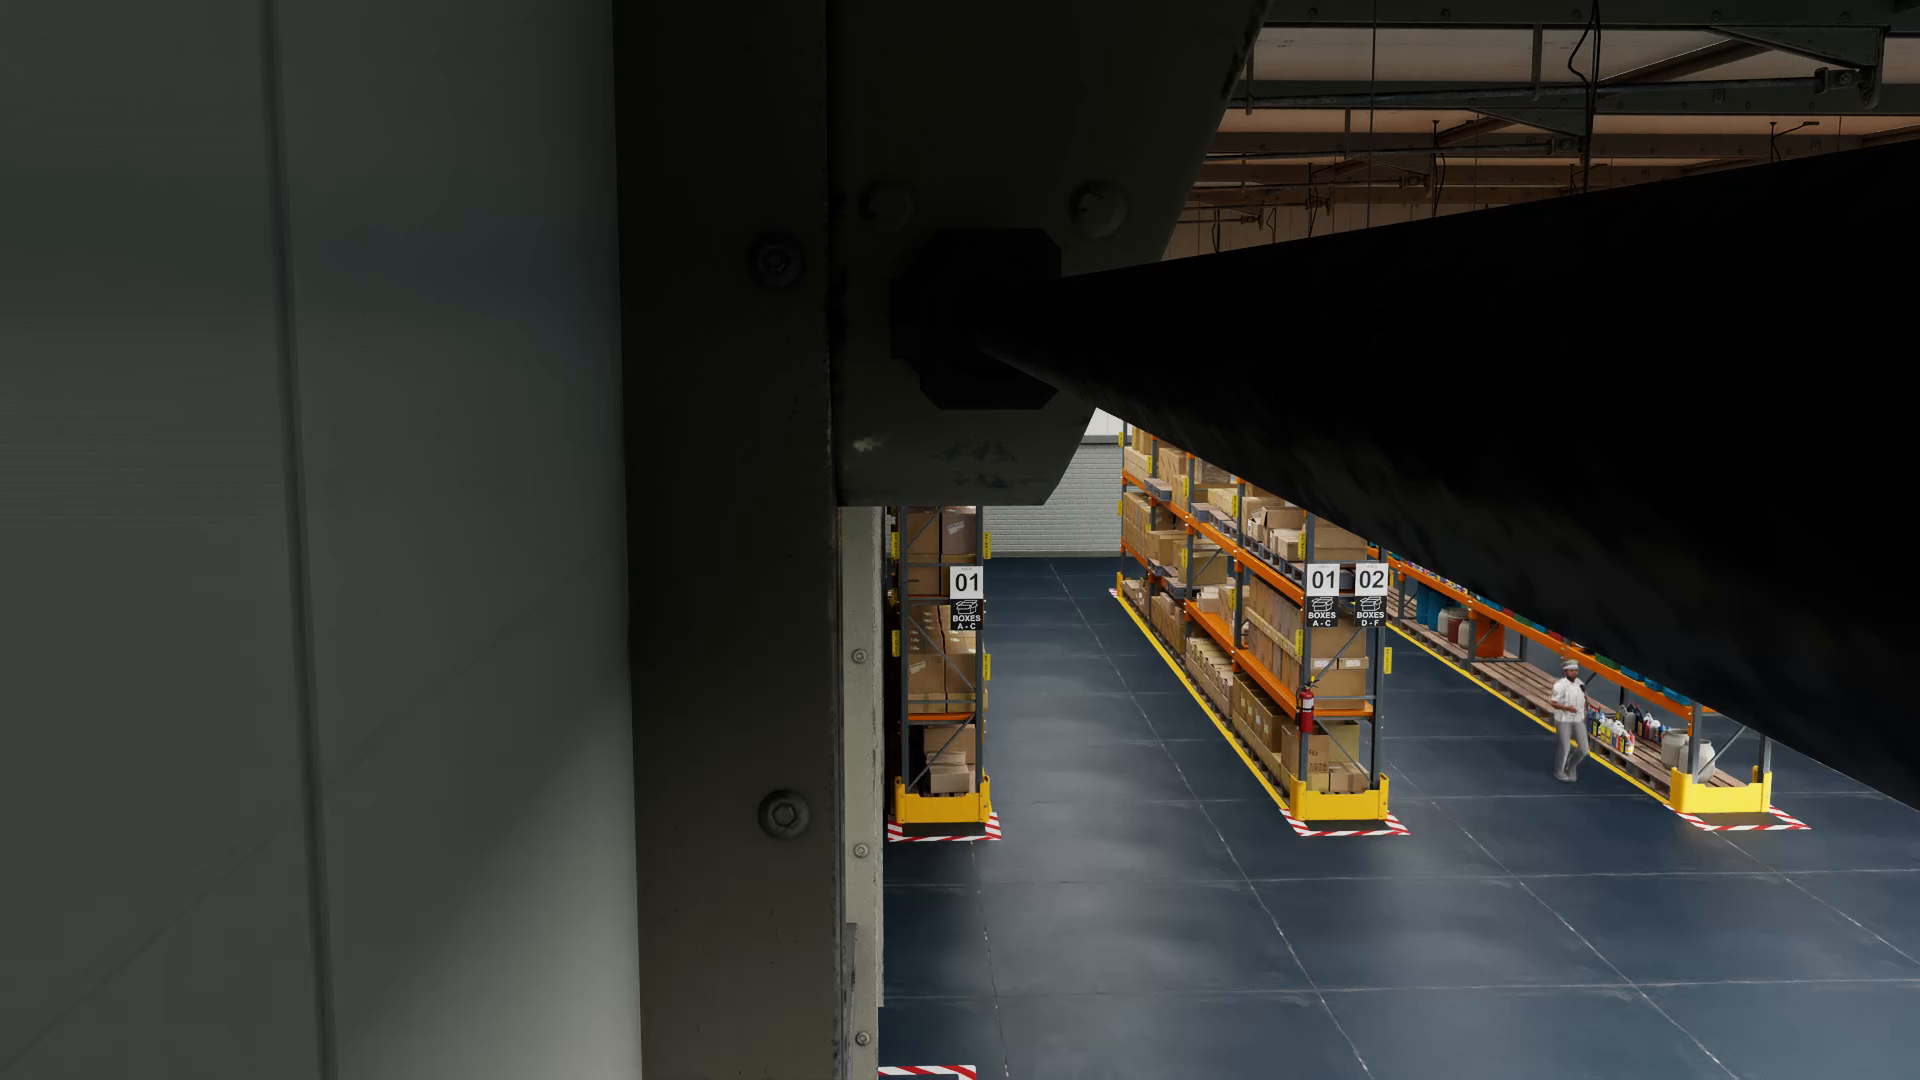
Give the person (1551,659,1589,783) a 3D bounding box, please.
[{"bbox_3d":[8.123,2.418,22.047,0.560,1.680,0.598,-1,8,-6],"label":"person"}]
